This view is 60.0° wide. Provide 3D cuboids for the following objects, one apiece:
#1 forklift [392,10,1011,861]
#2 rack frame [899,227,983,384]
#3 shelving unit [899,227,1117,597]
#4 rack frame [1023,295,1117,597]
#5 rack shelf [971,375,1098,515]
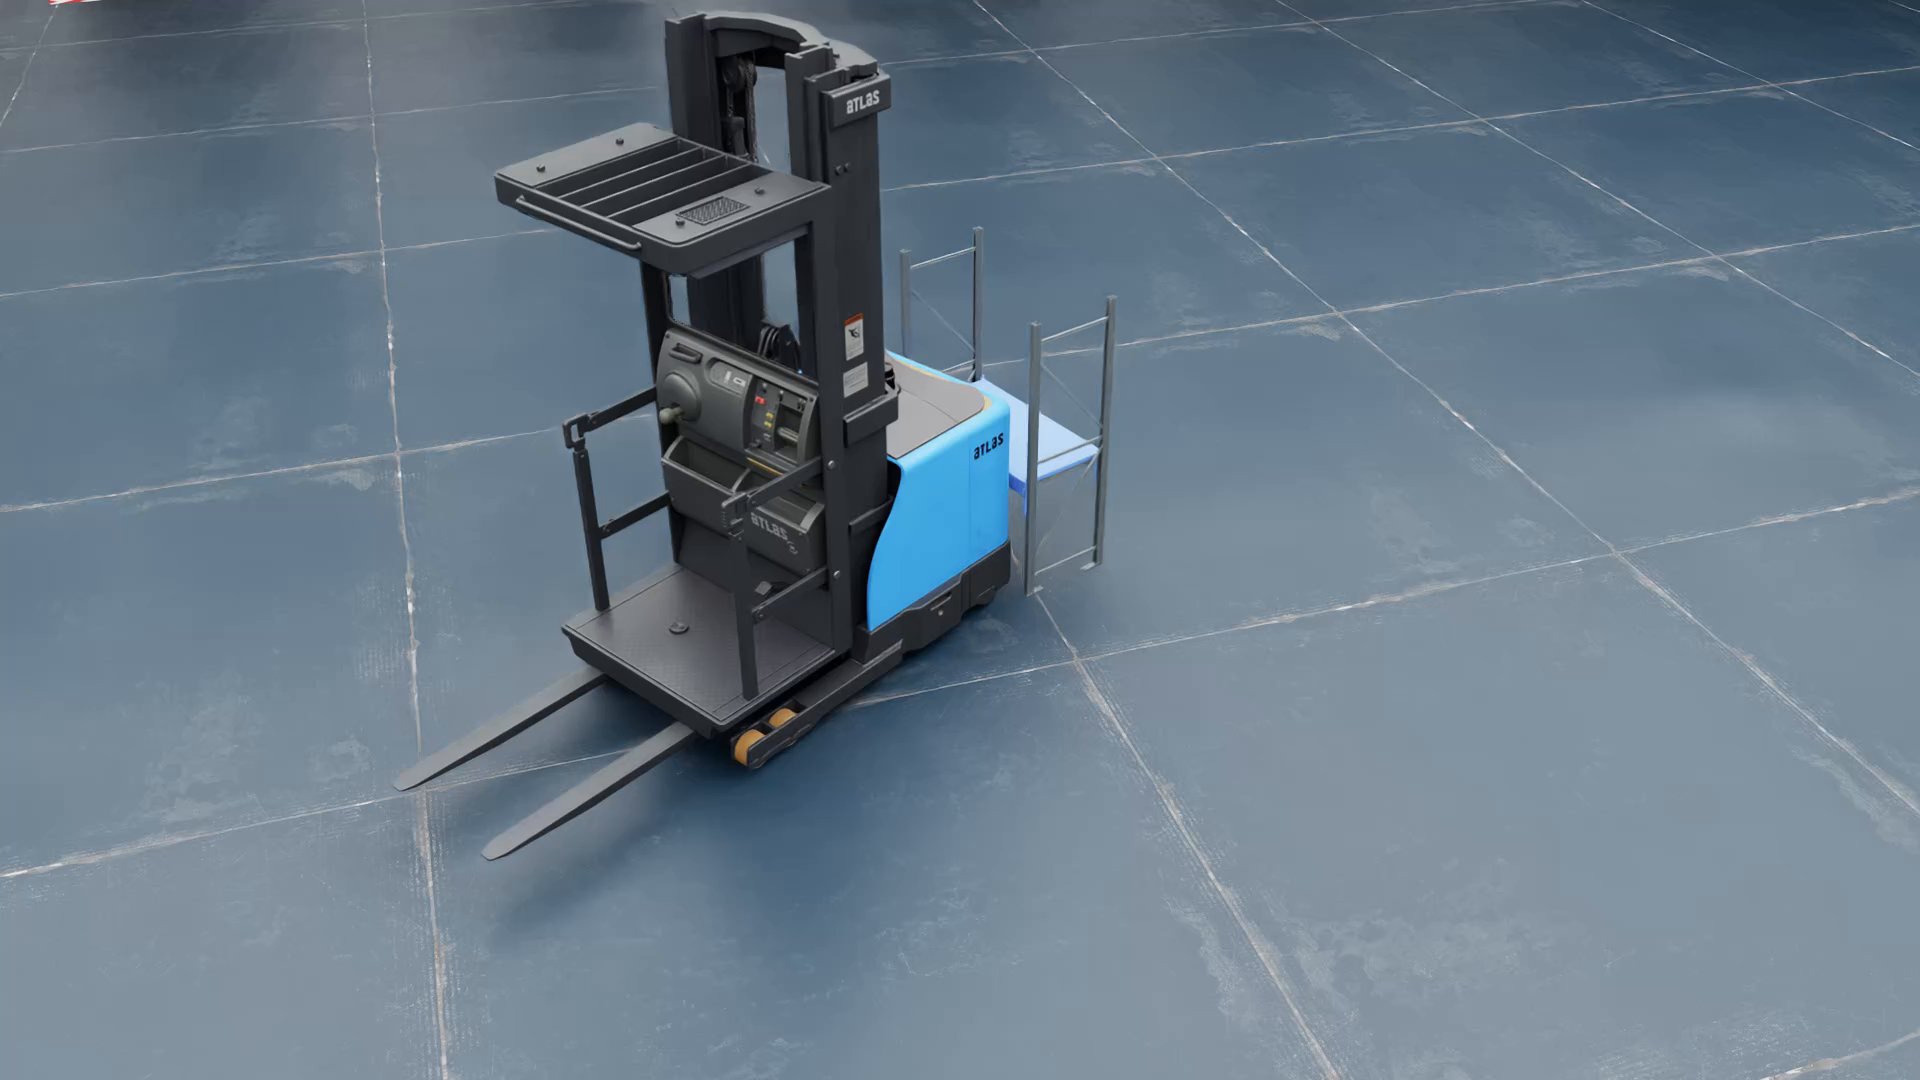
[{"bbox_3d":[-1.091,-0.543,6.913,1.130,2.935,3.031,25,41,33],"label":"forklift"},{"bbox_3d":[-0.091,-0.875,8.714,0.500,1.500,0.032,-23,40,-30],"label":"rack frame"},{"bbox_3d":[0.217,-0.652,8.377,0.538,1.500,1.048,-23,40,-30],"label":"shelving unit"},{"bbox_3d":[0.526,-0.429,8.039,0.500,1.500,0.032,-23,40,-30],"label":"rack frame"},{"bbox_3d":[0.217,-0.502,8.476,0.538,0.185,1.000,-23,40,-30],"label":"rack shelf"}]
